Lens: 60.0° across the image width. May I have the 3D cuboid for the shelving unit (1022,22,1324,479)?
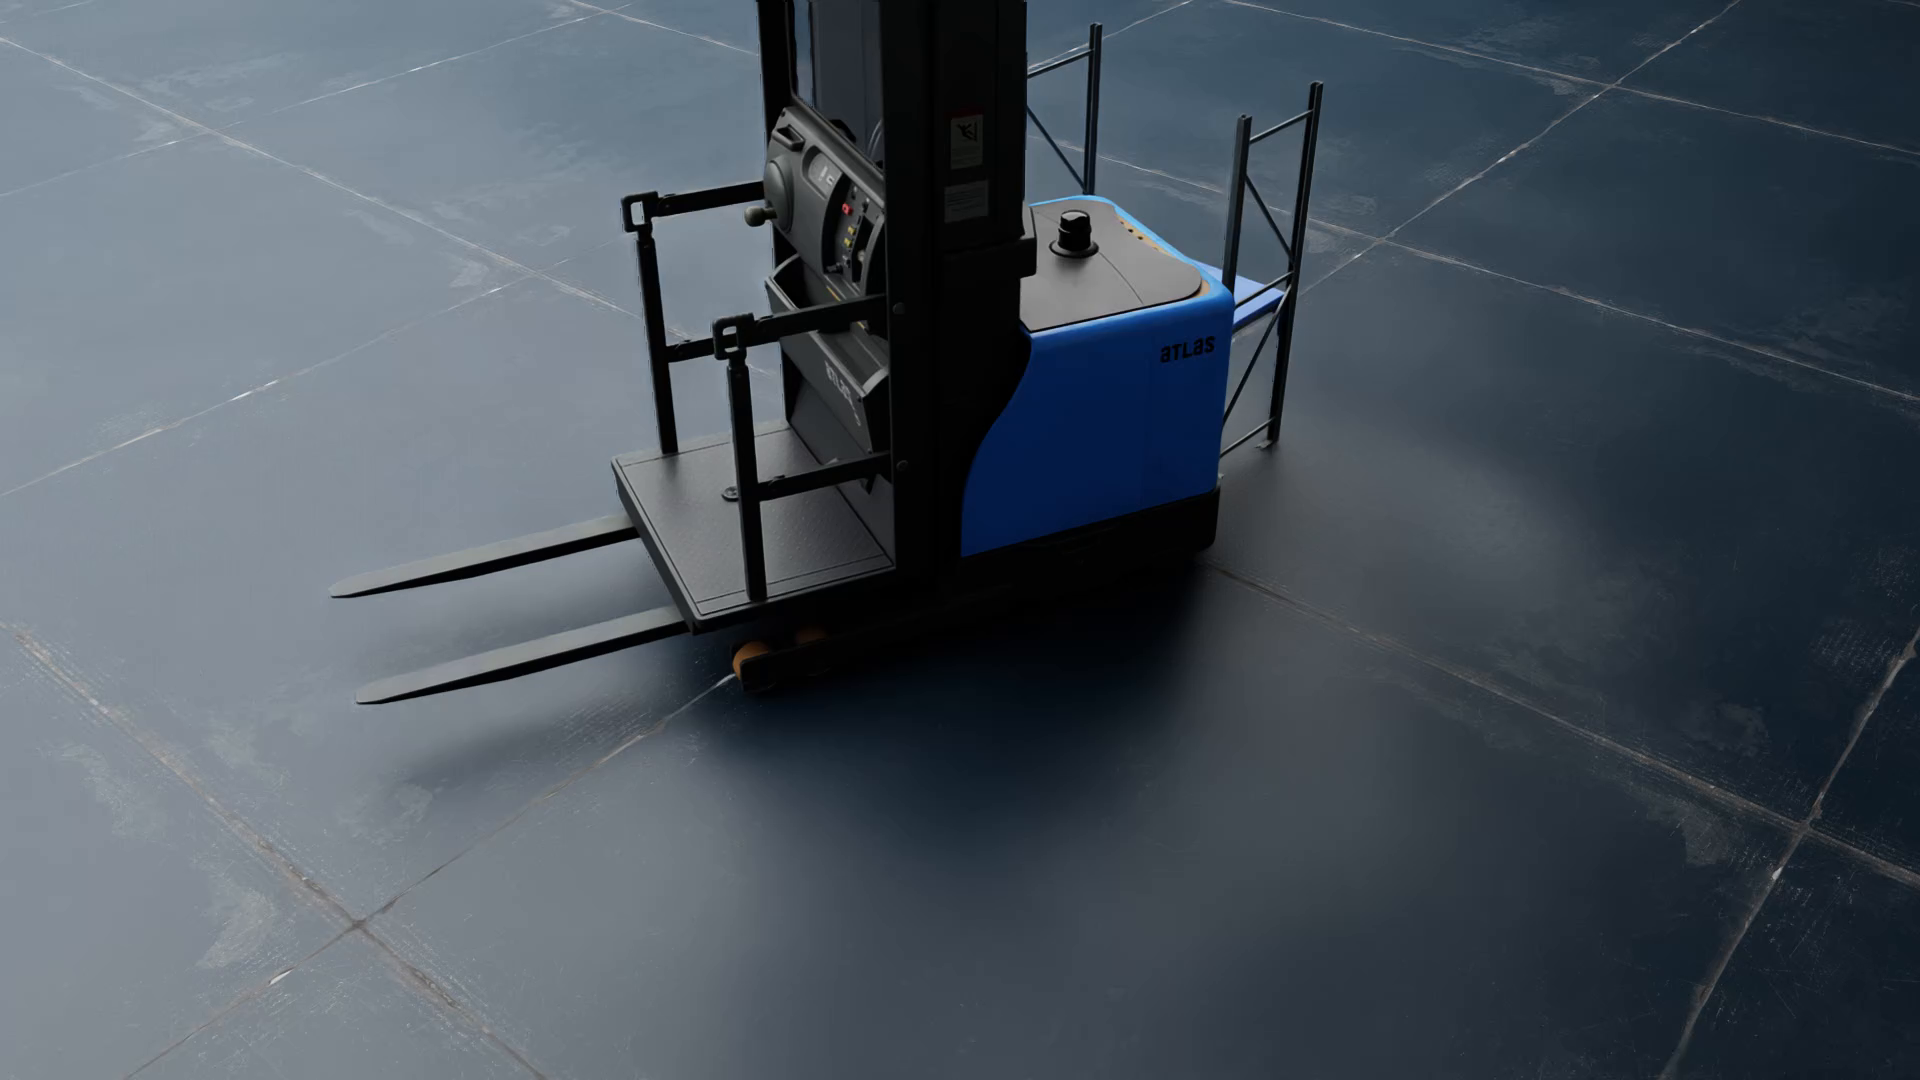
[{"bbox_3d":[0.759,-1.129,6.568,1.048,1.500,0.538,27,43,34],"label":"shelving unit"}]

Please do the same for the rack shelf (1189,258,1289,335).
[{"bbox_3d":[0.759,-0.980,6.670,1.000,0.185,0.538,27,43,34],"label":"rack shelf"}]

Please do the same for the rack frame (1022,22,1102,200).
[{"bbox_3d":[0.383,-1.323,6.851,0.032,1.500,0.500,27,43,34],"label":"rack frame"}]

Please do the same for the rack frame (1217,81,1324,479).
[{"bbox_3d":[1.134,-0.934,6.286,0.032,1.500,0.500,27,43,34],"label":"rack frame"}]

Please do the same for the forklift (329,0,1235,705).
[{"bbox_3d":[-0.619,-1.048,5.187,3.031,2.935,1.130,-15,37,-20],"label":"forklift"}]
